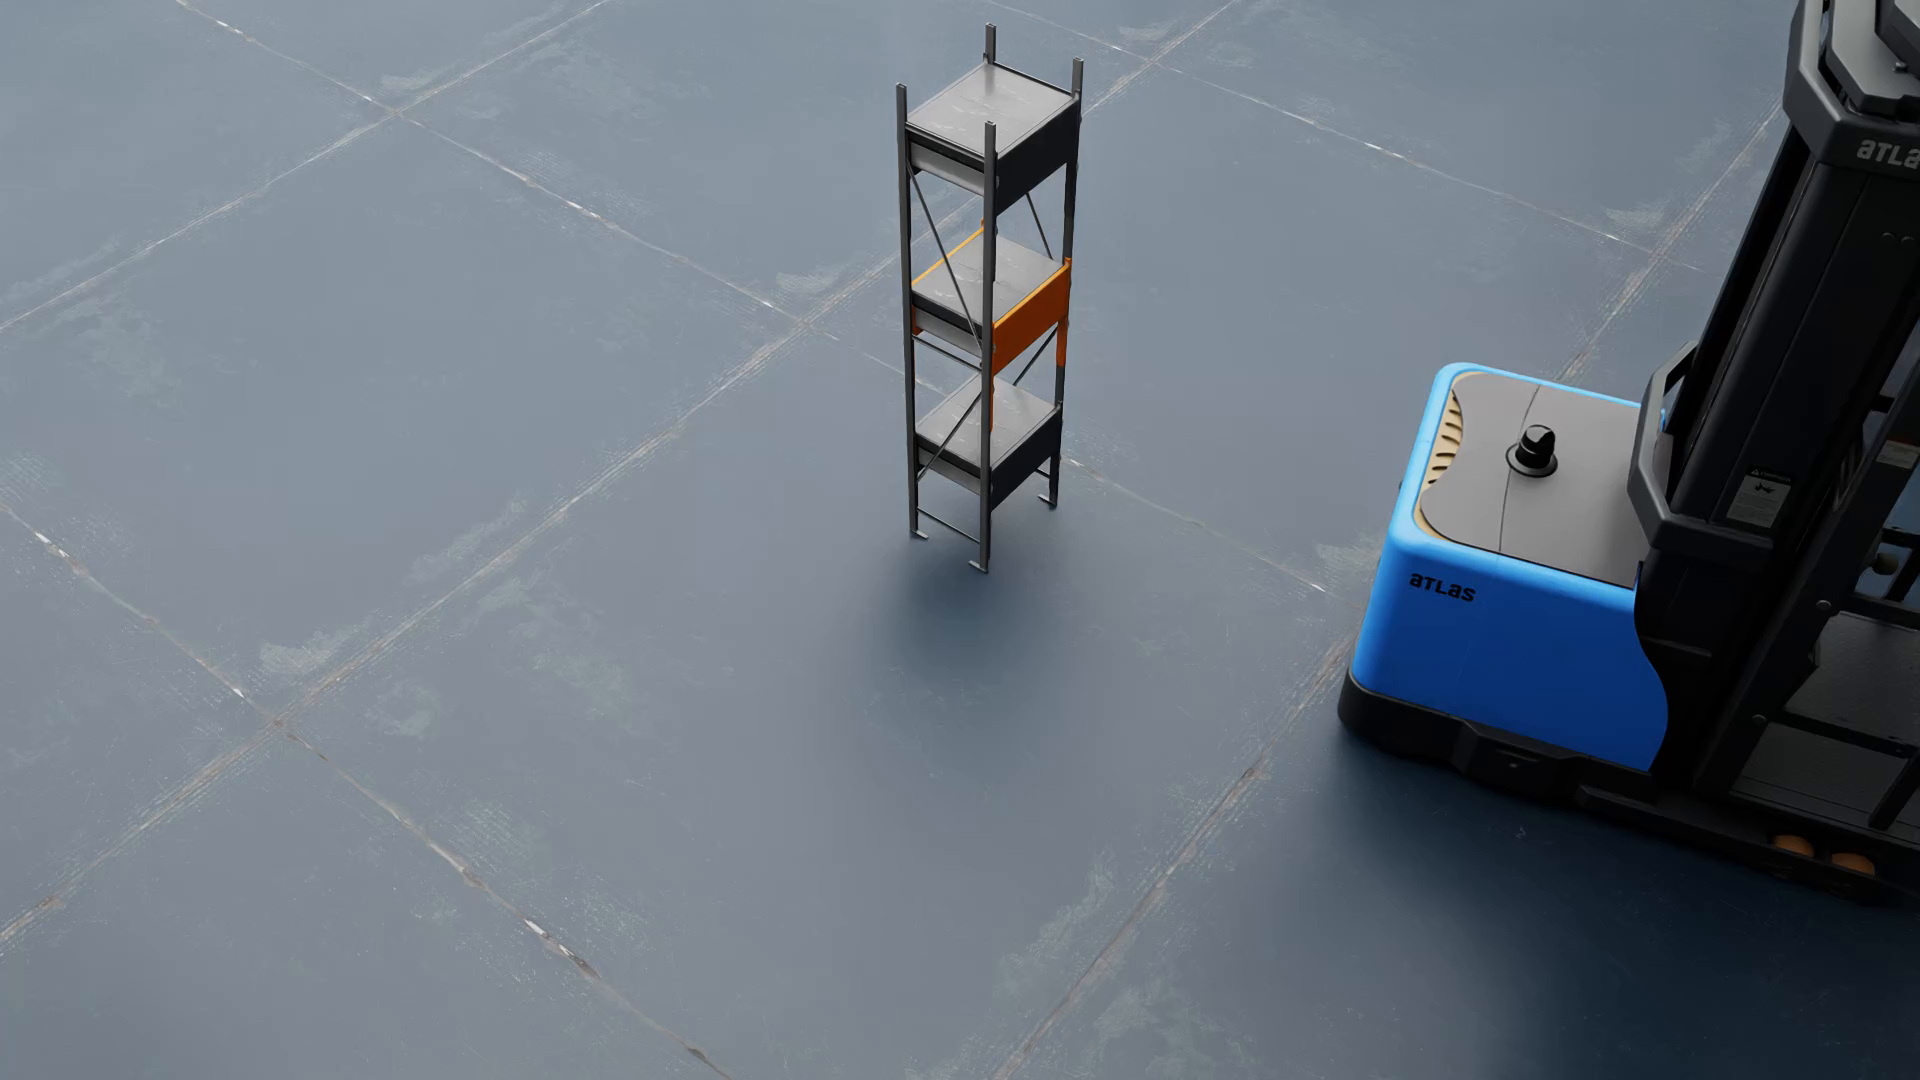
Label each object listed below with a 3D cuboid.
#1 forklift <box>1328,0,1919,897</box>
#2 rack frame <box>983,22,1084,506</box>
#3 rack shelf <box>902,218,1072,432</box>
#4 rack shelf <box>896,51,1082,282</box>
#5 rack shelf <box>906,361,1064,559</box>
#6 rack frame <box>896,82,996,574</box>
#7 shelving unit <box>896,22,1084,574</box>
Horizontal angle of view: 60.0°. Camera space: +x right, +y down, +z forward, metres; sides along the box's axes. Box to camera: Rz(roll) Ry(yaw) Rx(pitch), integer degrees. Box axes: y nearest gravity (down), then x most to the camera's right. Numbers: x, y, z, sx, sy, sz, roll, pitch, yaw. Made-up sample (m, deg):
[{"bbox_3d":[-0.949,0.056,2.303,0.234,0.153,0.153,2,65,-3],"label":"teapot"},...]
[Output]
[{"bbox_3d":[2.945,-0.228,5.106,3.031,2.935,1.130,16,48,15],"label":"forklift"},{"bbox_3d":[0.250,-0.960,6.379,0.400,2.100,0.015,29,53,25],"label":"rack frame"},{"bbox_3d":[0.101,-0.811,6.256,0.431,0.518,0.480,29,53,25],"label":"rack shelf"},{"bbox_3d":[0.101,-1.294,5.750,0.431,0.518,0.480,29,53,25],"label":"rack shelf"},{"bbox_3d":[0.101,-0.327,6.762,0.431,0.518,0.480,29,53,25],"label":"rack shelf"},{"bbox_3d":[-0.048,-0.680,6.113,0.400,2.100,0.015,29,53,25],"label":"rack frame"},{"bbox_3d":[0.101,-0.820,6.246,0.431,2.100,0.503,29,53,25],"label":"shelving unit"}]
